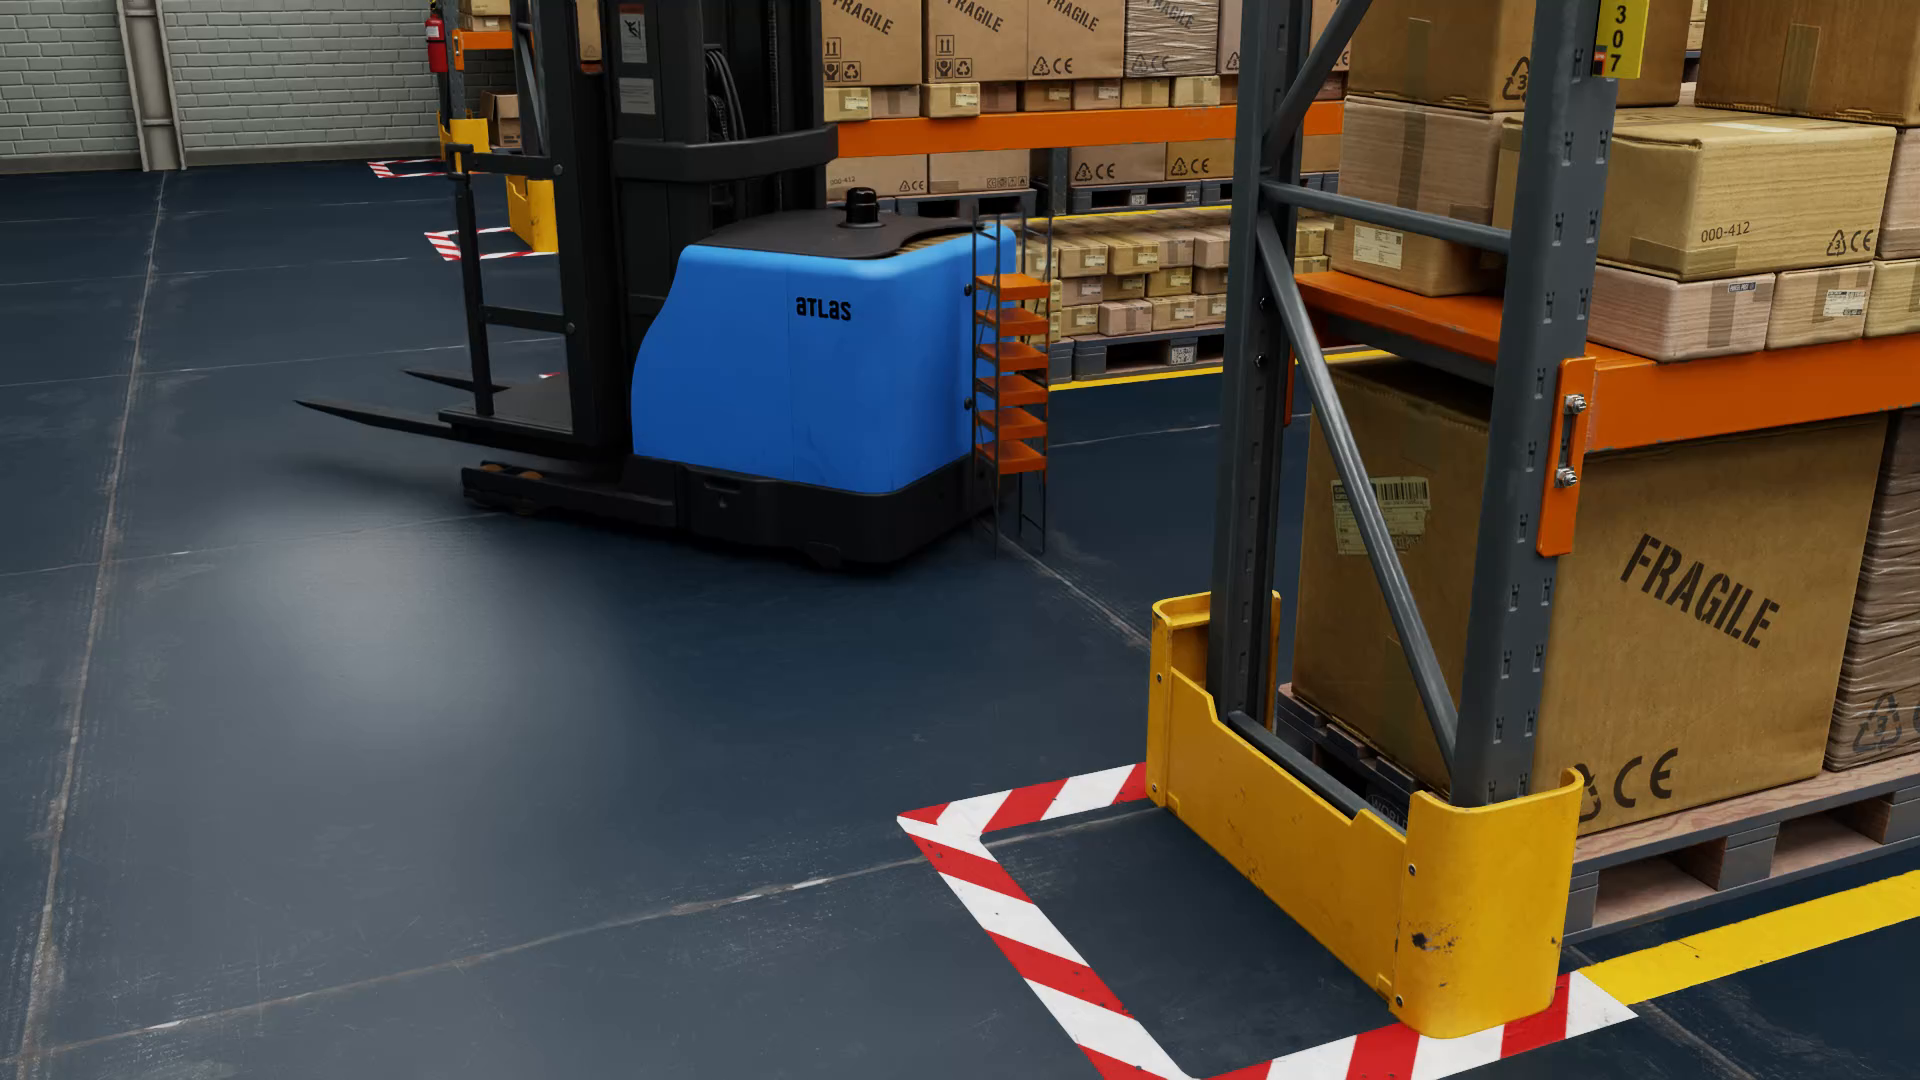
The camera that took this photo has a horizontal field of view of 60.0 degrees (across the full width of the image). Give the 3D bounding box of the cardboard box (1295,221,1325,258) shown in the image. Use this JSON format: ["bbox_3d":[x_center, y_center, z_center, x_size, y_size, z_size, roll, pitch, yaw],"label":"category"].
[{"bbox_3d":[1.723,-1.605,8.828,0.250,0.149,0.380,-7,21,-20],"label":"cardboard box"}]

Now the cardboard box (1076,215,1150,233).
[{"bbox_3d":[0.817,-1.642,8.933,0.250,0.149,0.380,-8,21,-22],"label":"cardboard box"}]

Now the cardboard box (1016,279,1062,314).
[{"bbox_3d":[0.313,-1.225,8.196,0.250,0.149,0.380,-7,21,-20],"label":"cardboard box"}]

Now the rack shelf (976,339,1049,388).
[{"bbox_3d":[0.173,-0.610,5.719,0.180,0.103,0.258,-7,21,-20],"label":"rack shelf"}]

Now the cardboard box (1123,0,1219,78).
[{"bbox_3d":[0.911,-2.532,8.097,0.500,0.500,0.500,-9,21,-23],"label":"cardboard box"}]

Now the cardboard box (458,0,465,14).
[{"bbox_3d":[-4.718,-5.382,16.569,0.500,0.250,0.500,-8,21,-20],"label":"cardboard box"}]

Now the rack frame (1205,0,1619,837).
[{"bbox_3d":[0.860,-0.636,3.312,0.127,3.000,1.000,-8,21,-22],"label":"rack frame"}]

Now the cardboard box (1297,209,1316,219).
[{"bbox_3d":[1.773,-1.773,9.306,0.250,0.149,0.380,-8,21,-23],"label":"cardboard box"}]

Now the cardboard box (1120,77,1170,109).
[{"bbox_3d":[0.827,-2.207,8.151,0.250,0.149,0.380,-7,21,-20],"label":"cardboard box"}]

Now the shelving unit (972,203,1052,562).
[{"bbox_3d":[0.173,-0.539,5.744,0.189,1.200,0.258,-7,21,-20],"label":"shelving unit"}]

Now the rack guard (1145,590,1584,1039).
[{"bbox_3d":[0.838,0.546,3.718,0.348,0.500,1.175,-8,21,-22],"label":"rack guard"}]

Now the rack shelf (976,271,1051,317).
[{"bbox_3d":[0.173,-0.836,5.639,0.180,0.103,0.258,-7,21,-20],"label":"rack shelf"}]

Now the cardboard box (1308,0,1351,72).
[{"bbox_3d":[1.851,-2.658,8.455,0.500,0.500,0.500,-9,21,-23],"label":"cardboard box"}]

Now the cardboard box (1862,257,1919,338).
[{"bbox_3d":[1.786,-0.531,3.393,0.250,0.149,0.380,-9,21,-23],"label":"cardboard box"}]

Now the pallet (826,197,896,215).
[{"bbox_3d":[-1.244,-2.631,13.176,1.213,0.211,1.003,-8,21,-22],"label":"pallet"}]

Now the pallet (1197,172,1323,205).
[{"bbox_3d":[2.408,-3.155,14.665,1.213,0.211,1.003,-8,21,-22],"label":"pallet"}]

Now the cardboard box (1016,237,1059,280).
[{"bbox_3d":[0.286,-1.386,8.206,0.250,0.149,0.380,-9,21,-25],"label":"cardboard box"}]

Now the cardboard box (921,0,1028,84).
[{"bbox_3d":[-0.009,-2.402,7.729,0.500,0.500,0.500,-8,21,-22],"label":"cardboard box"}]

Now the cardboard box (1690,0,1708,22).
[{"bbox_3d":[3.917,-2.923,9.104,0.250,0.149,0.380,-9,21,-24],"label":"cardboard box"}]

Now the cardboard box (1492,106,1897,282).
[{"bbox_3d":[1.407,-0.686,3.233,0.500,0.250,0.500,-9,21,-23],"label":"cardboard box"}]

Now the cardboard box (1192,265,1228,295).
[{"bbox_3d":[1.265,-1.392,8.670,0.250,0.149,0.380,-9,21,-24],"label":"cardboard box"}]

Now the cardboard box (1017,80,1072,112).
[{"bbox_3d":[0.343,-2.155,8.005,0.250,0.149,0.380,-8,21,-22],"label":"cardboard box"}]

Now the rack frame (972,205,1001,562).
[{"bbox_3d":[0.087,-0.528,5.714,0.006,1.200,0.240,-7,21,-20],"label":"rack frame"}]

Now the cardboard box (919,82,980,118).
[{"bbox_3d":[-0.099,-2.051,7.709,0.250,0.149,0.380,-9,21,-23],"label":"cardboard box"}]

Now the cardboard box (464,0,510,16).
[{"bbox_3d":[-4.512,-5.218,16.104,0.500,0.250,0.500,-8,21,-22],"label":"cardboard box"}]

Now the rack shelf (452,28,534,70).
[{"bbox_3d":[-3.199,-5.095,17.059,4.000,0.370,1.077,-8,21,-22],"label":"rack shelf"}]

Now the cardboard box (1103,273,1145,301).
[{"bbox_3d":[0.751,-1.337,8.515,0.250,0.149,0.380,-7,21,-19],"label":"cardboard box"}]

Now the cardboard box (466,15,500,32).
[{"bbox_3d":[-4.625,-5.012,16.119,0.250,0.149,0.380,-8,21,-22],"label":"cardboard box"}]

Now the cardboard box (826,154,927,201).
[{"bbox_3d":[-0.834,-3.006,13.268,0.875,0.438,0.875,-9,21,-24],"label":"cardboard box"}]

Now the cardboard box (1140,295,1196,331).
[{"bbox_3d":[1.011,-1.194,8.557,0.250,0.149,0.380,-8,21,-22],"label":"cardboard box"}]

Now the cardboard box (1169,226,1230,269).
[{"bbox_3d":[1.269,-1.502,8.535,0.250,0.149,0.380,-9,21,-24],"label":"cardboard box"}]

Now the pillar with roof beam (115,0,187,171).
[{"bbox_3d":[-6.163,-6.608,11.240,0.400,9.000,9.100,-8,21,-22],"label":"pillar with roof beam"}]

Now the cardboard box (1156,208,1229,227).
[{"bbox_3d":[1.277,-1.723,9.165,0.250,0.149,0.380,-8,21,-21],"label":"cardboard box"}]

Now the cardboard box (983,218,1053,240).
[{"bbox_3d":[0.302,-1.598,8.809,0.250,0.149,0.380,-7,21,-20],"label":"cardboard box"}]

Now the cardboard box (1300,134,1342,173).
[{"bbox_3d":[2.792,-3.725,14.651,0.875,0.875,0.875,-8,21,-21],"label":"cardboard box"}]

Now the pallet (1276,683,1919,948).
[{"bbox_3d":[1.563,0.550,4.141,1.213,0.211,1.003,-8,21,-22],"label":"pallet"}]

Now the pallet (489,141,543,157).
[{"bbox_3d":[-4.234,-3.971,16.982,1.213,0.211,1.003,-8,21,-22],"label":"pallet"}]

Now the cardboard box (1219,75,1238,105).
[{"bbox_3d":[1.290,-2.288,8.382,0.250,0.149,0.380,-8,21,-23],"label":"cardboard box"}]

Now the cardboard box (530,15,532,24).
[{"bbox_3d":[-4.182,-5.105,16.382,0.250,0.149,0.380,-8,21,-23],"label":"cardboard box"}]

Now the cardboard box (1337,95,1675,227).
[{"bbox_3d":[1.200,-0.850,3.698,0.500,0.250,0.500,-9,21,-23],"label":"cardboard box"}]

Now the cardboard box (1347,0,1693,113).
[{"bbox_3d":[1.203,-1.203,3.572,0.500,0.500,0.500,-8,21,-21],"label":"cardboard box"}]

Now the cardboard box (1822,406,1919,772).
[{"bbox_3d":[2.251,-0.060,4.243,0.875,0.875,0.875,-8,21,-22],"label":"cardboard box"}]

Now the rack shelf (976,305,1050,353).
[{"bbox_3d":[0.173,-0.723,5.679,0.180,0.103,0.258,-7,21,-20],"label":"rack shelf"}]

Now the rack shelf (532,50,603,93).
[{"bbox_3d":[-1.229,-3.582,12.761,4.000,0.370,1.077,-8,21,-22],"label":"rack shelf"}]

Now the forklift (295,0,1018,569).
[{"bbox_3d":[-1.322,-1.617,6.201,3.031,2.935,1.130,10,22,27],"label":"forklift"}]

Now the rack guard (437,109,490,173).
[{"bbox_3d":[-4.965,-4.002,16.636,0.348,0.500,1.175,-8,21,-22],"label":"rack guard"}]

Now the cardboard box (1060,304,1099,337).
[{"bbox_3d":[0.504,-1.143,8.413,0.250,0.149,0.380,-8,21,-22],"label":"cardboard box"}]

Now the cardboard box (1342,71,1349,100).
[{"bbox_3d":[2.029,-2.376,8.633,0.250,0.149,0.380,-7,21,-20],"label":"cardboard box"}]

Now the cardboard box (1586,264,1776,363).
[{"bbox_3d":[1.316,-0.463,3.200,0.250,0.149,0.380,-8,21,-21],"label":"cardboard box"}]

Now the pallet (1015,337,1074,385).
[{"bbox_3d":[-0.182,-0.953,8.409,1.213,0.211,1.003,-8,21,-22],"label":"pallet"}]

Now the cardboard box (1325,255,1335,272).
[{"bbox_3d":[2.015,-1.463,8.874,0.250,0.149,0.380,-9,21,-24],"label":"cardboard box"}]

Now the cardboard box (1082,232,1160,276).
[{"bbox_3d":[0.804,-1.440,8.360,0.250,0.149,0.380,-8,21,-21],"label":"cardboard box"}]

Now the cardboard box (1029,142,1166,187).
[{"bbox_3d":[1.145,-3.486,13.973,0.875,0.875,0.875,-7,21,-20],"label":"cardboard box"}]

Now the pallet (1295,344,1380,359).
[{"bbox_3d":[2.058,-1.273,9.321,1.213,0.211,1.003,-8,21,-22],"label":"pallet"}]

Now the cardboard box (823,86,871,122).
[{"bbox_3d":[-0.585,-1.986,7.524,0.250,0.149,0.380,-8,21,-22],"label":"cardboard box"}]

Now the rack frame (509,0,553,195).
[{"bbox_3d":[-3.066,-3.658,11.894,0.127,3.000,1.000,-8,21,-22],"label":"rack frame"}]

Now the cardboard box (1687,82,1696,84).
[{"bbox_3d":[2.133,-0.984,4.077,0.500,0.250,0.500,-9,21,-24],"label":"cardboard box"}]
